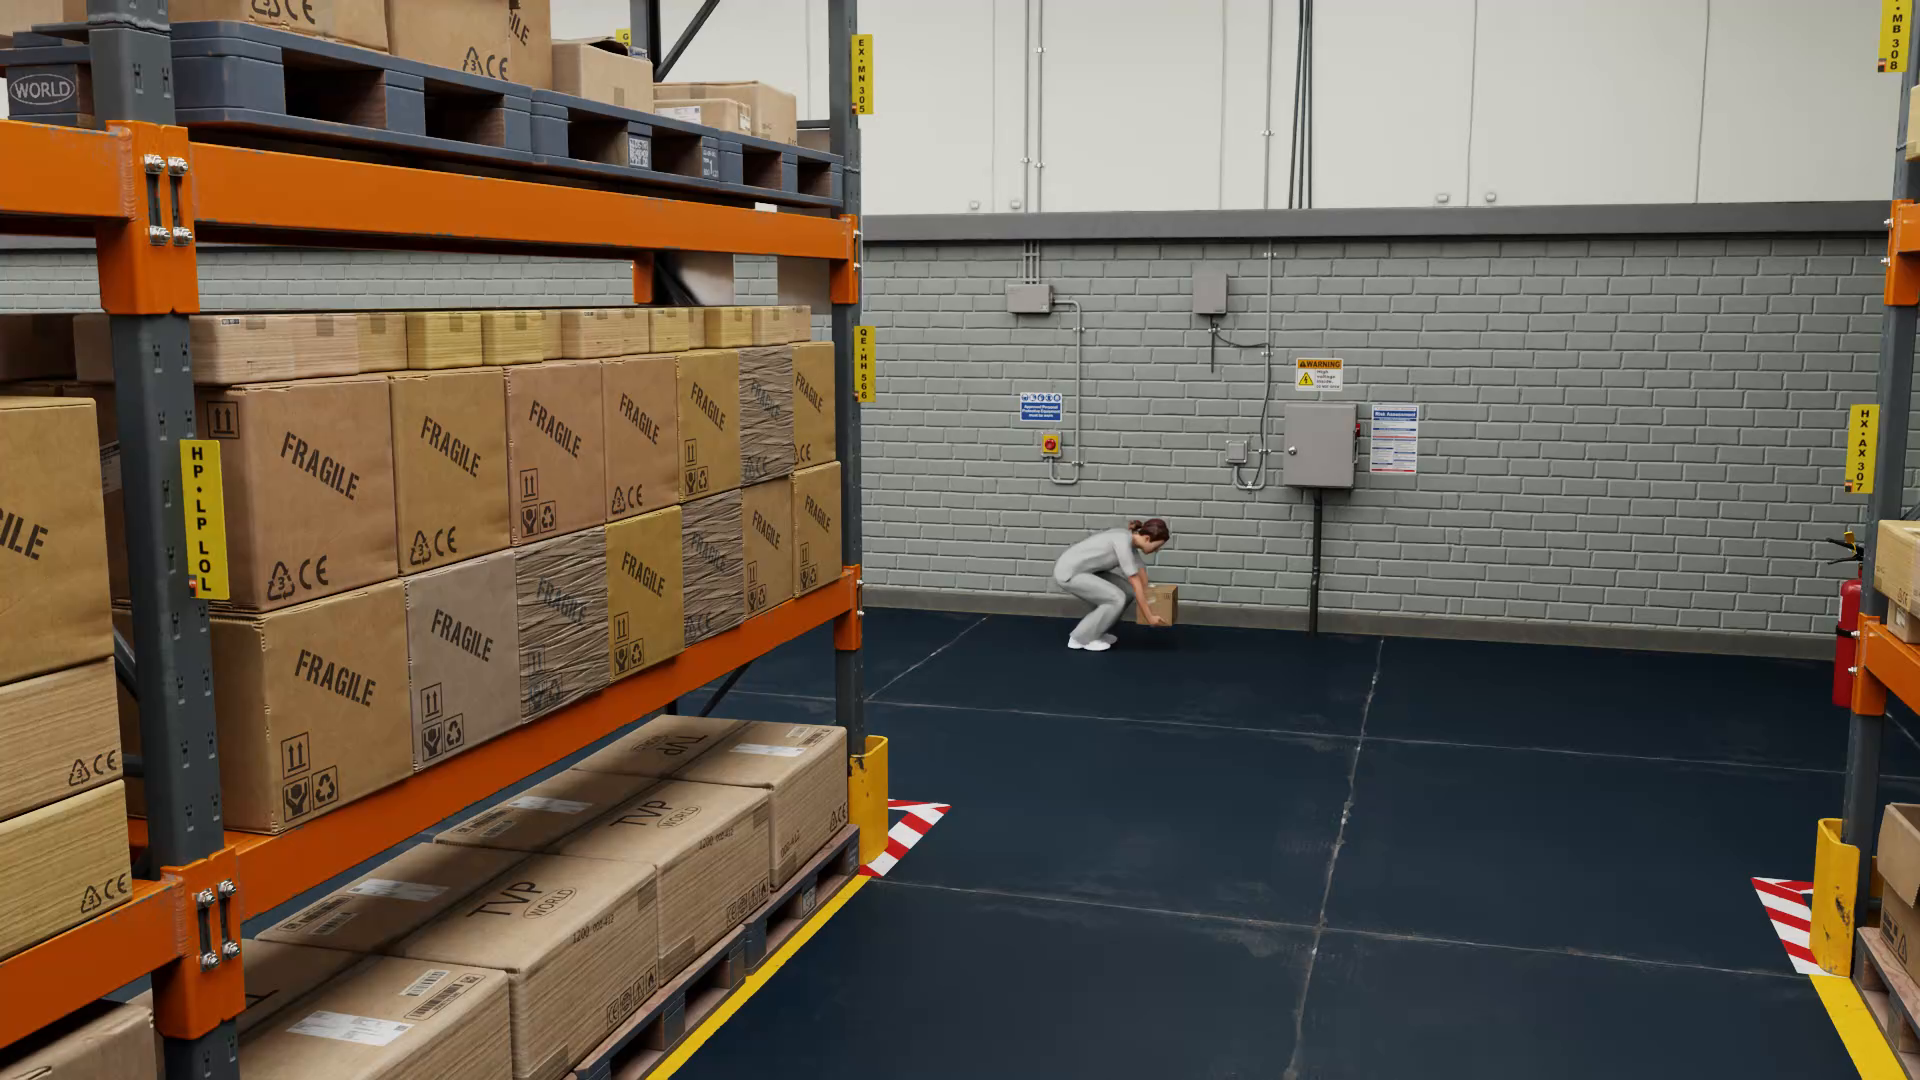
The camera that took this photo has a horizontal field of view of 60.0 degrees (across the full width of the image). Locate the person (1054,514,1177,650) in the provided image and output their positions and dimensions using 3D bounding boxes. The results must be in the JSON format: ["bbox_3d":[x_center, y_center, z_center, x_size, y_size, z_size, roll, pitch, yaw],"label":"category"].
[{"bbox_3d":[1.101,0.290,11.808,0.863,0.966,0.475,2,9,14],"label":"person"}]
